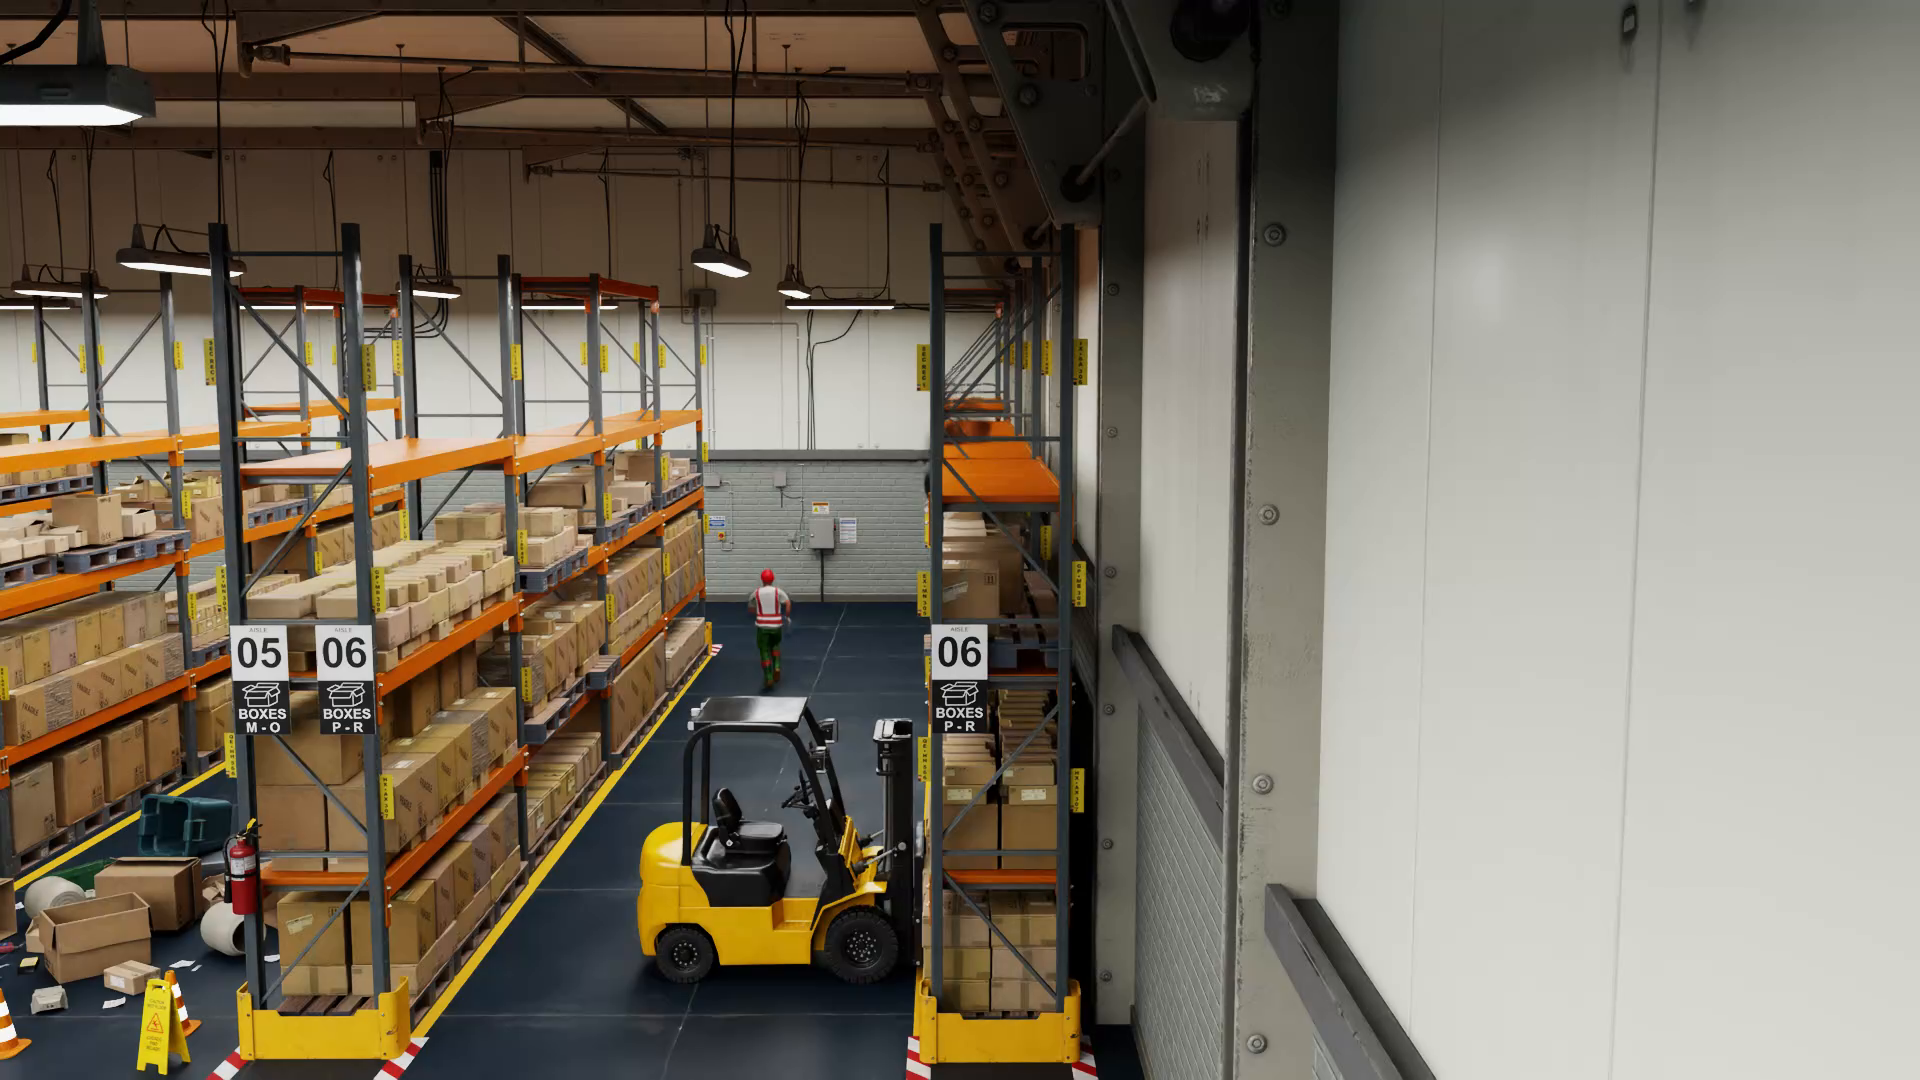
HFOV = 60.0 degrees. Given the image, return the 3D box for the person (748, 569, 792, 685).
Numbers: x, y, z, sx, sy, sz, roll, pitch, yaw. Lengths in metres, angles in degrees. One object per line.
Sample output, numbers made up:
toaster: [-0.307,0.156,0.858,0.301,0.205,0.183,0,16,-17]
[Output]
person: [-2.911,1.319,25.383,0.641,1.775,0.679,-2,7,-13]

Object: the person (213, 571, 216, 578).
person: [-11.540,1.280,26.072,0.649,1.711,0.597,0,7,-1]
